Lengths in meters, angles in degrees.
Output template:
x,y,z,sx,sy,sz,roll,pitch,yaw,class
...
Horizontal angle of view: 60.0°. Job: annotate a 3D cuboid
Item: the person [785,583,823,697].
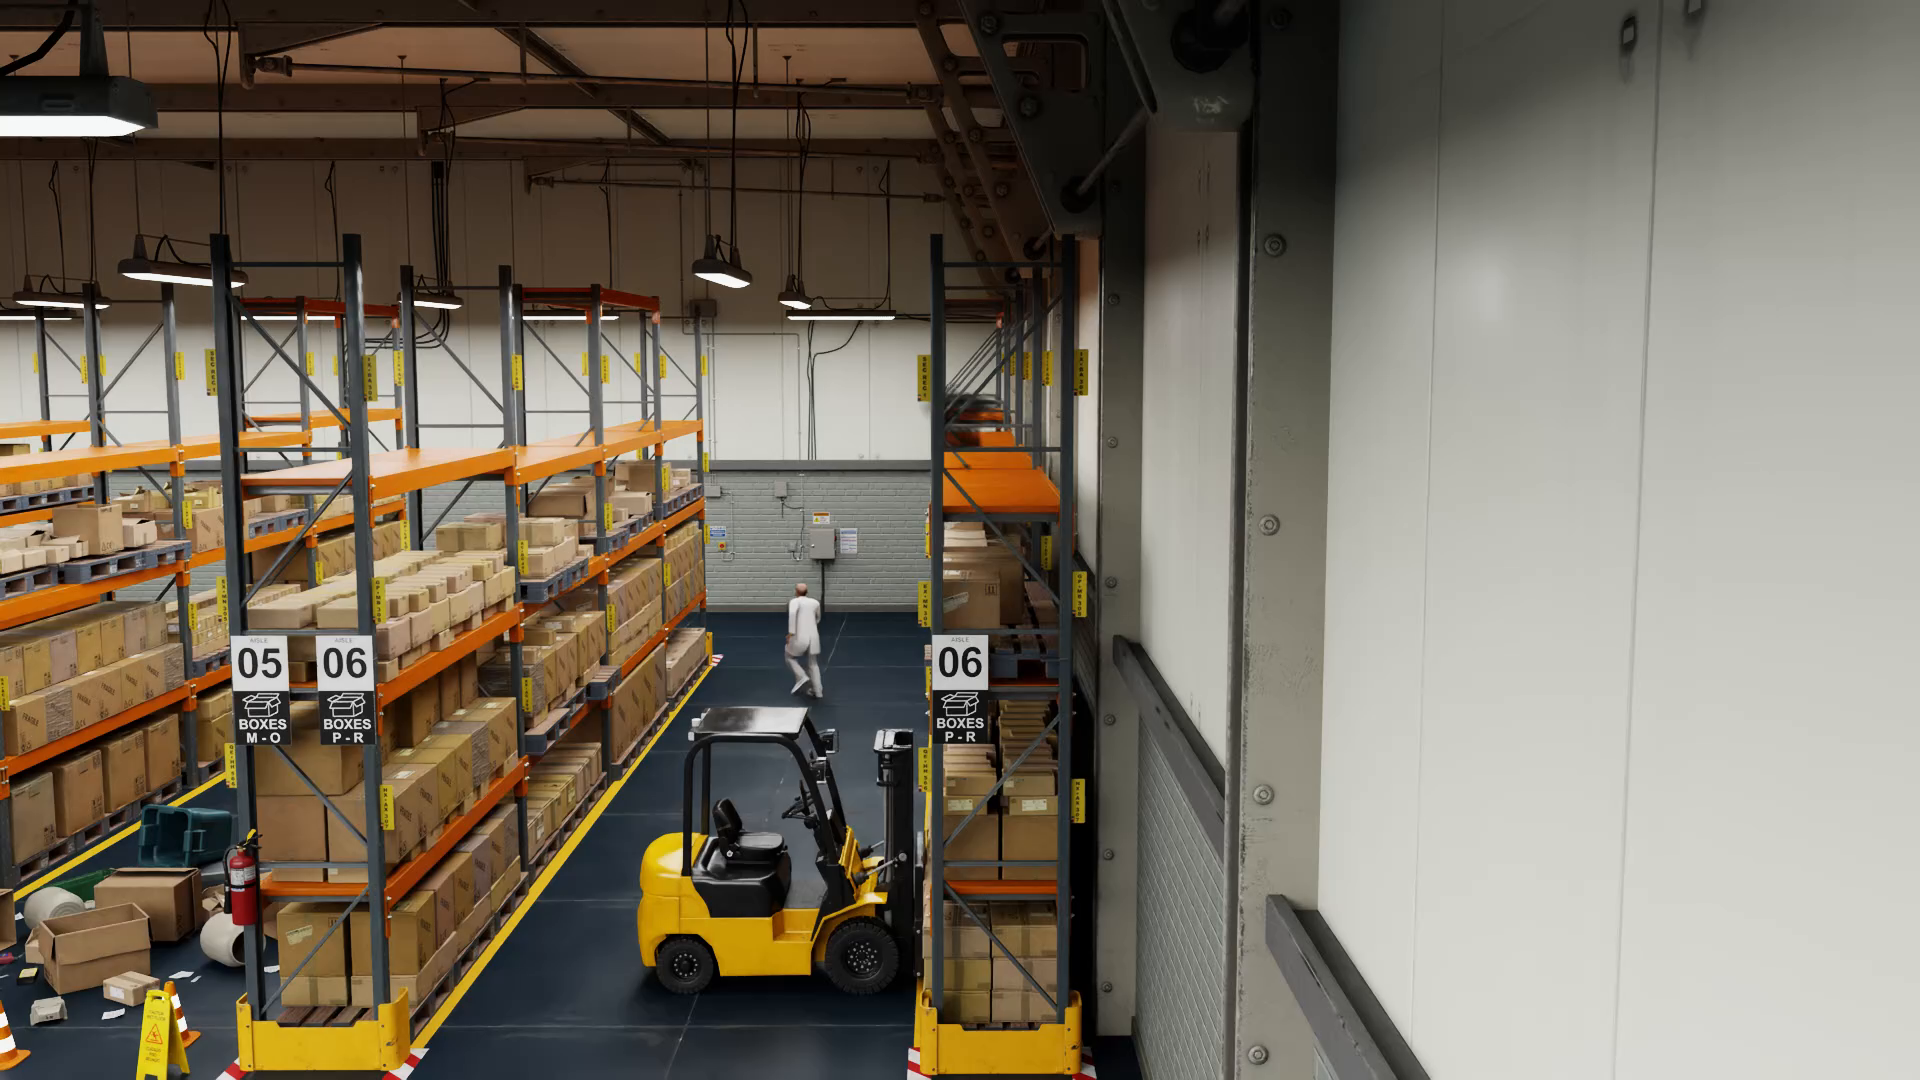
x,y,z,sx,sy,sz,roll,pitch,yaw,class
-2.399,1.556,25.499,0.708,1.575,0.977,-4,7,-32,person
